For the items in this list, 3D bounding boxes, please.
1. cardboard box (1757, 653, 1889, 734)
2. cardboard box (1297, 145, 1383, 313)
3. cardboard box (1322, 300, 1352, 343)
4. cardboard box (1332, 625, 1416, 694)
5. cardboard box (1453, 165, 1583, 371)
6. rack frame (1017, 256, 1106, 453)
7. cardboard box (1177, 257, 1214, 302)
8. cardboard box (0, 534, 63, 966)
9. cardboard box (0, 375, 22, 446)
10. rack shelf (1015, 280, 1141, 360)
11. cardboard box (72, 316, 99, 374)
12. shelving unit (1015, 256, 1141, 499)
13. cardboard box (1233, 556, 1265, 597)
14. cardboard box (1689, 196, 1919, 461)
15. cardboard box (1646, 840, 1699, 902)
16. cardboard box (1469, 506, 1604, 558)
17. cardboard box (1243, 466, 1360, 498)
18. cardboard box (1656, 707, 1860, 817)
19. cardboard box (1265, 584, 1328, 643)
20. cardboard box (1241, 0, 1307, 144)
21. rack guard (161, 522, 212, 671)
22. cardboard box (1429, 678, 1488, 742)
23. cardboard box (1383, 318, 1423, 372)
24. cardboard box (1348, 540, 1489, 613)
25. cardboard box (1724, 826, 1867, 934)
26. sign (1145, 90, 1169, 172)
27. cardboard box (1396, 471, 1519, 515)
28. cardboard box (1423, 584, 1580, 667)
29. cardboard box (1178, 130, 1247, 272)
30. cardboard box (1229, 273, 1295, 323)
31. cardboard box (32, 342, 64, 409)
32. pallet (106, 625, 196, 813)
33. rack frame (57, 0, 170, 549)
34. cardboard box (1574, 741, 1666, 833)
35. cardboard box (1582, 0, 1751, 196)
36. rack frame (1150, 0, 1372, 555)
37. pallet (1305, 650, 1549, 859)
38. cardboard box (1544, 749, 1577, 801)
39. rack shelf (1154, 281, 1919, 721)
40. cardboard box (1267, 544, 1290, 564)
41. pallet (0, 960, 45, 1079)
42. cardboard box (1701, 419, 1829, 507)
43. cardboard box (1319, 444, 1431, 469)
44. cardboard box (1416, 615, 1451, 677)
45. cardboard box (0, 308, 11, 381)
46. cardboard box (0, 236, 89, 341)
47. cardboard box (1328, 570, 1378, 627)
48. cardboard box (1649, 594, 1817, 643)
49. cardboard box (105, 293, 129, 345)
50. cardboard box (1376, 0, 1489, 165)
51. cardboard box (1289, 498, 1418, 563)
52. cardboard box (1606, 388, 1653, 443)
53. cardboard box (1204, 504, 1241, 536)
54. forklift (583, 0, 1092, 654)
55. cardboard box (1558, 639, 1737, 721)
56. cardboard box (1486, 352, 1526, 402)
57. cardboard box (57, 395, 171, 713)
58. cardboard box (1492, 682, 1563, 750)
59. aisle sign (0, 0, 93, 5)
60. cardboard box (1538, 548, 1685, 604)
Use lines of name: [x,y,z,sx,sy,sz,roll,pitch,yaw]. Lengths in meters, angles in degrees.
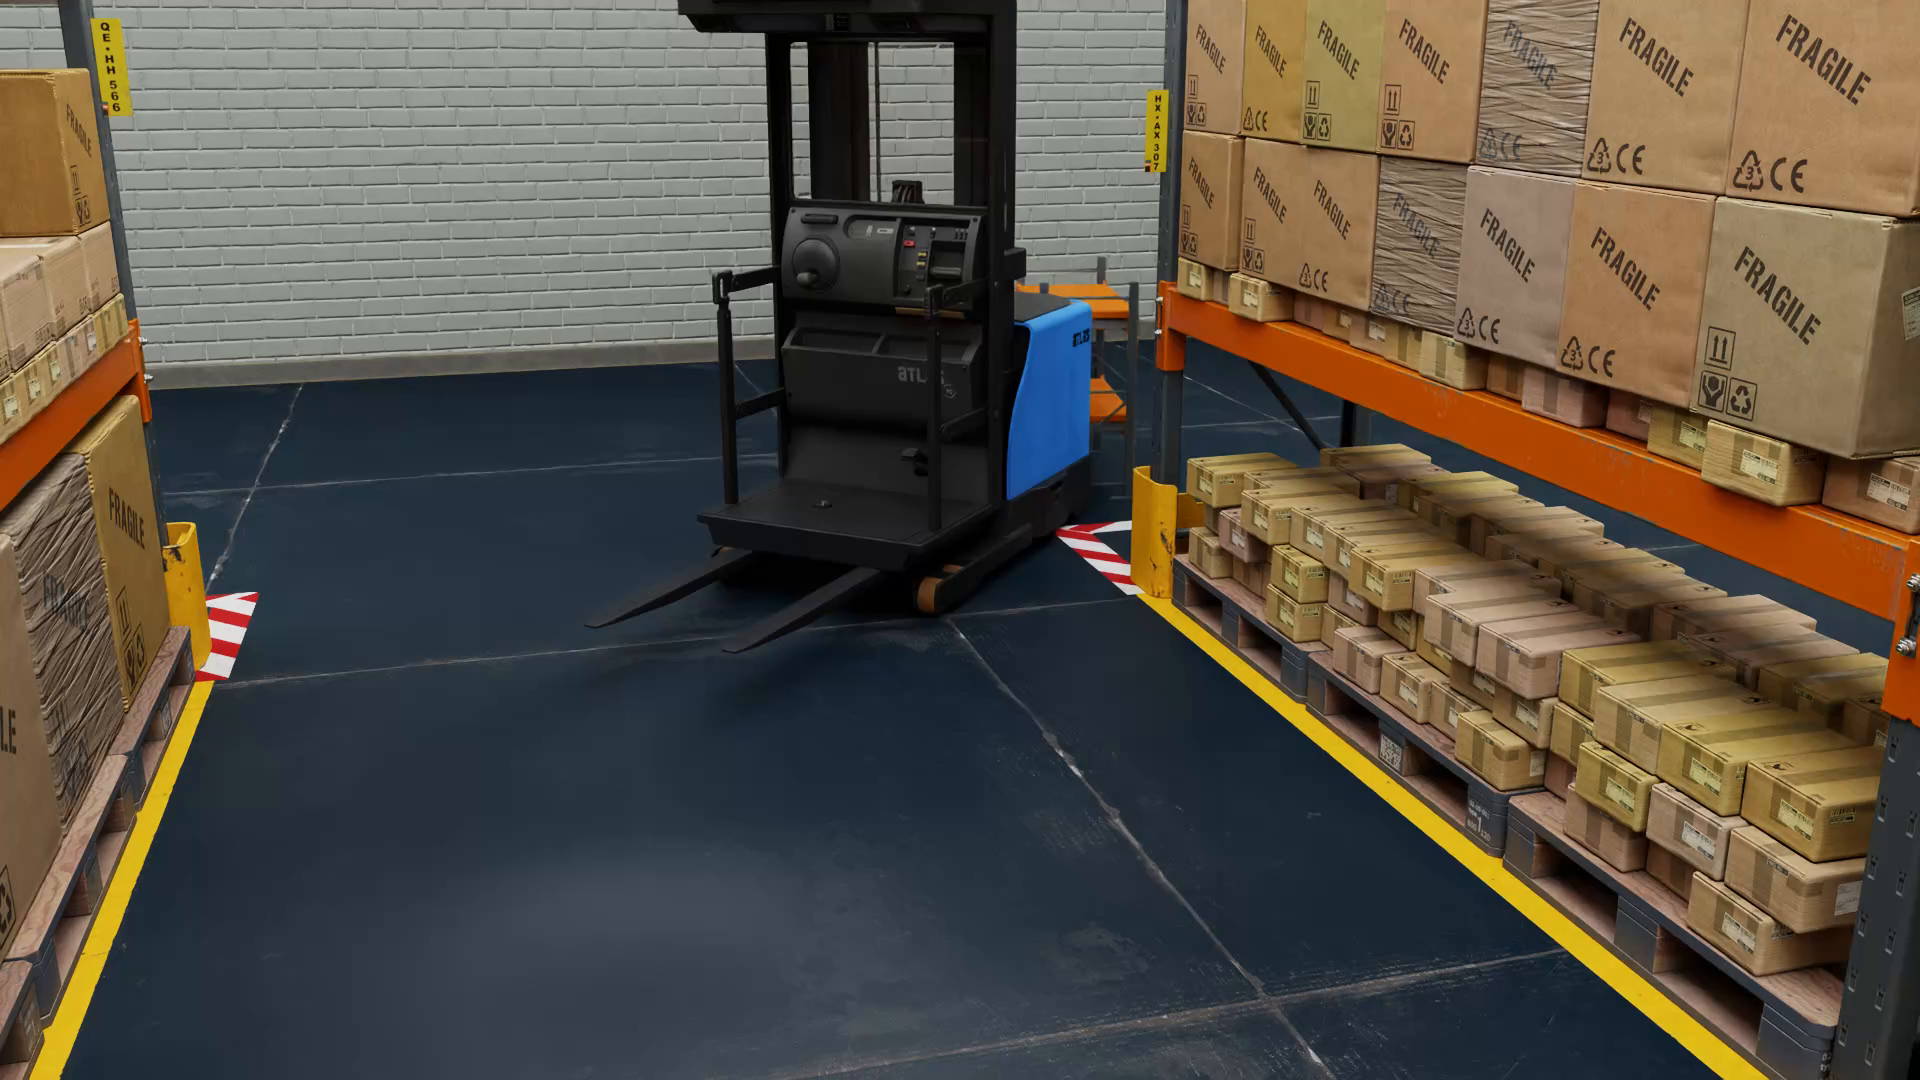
cardboard box: [2.395,0.432,4.492,0.380,0.149,0.250,-5,17,-16]
cardboard box: [1.479,-1.057,5.566,0.500,0.500,0.500,-4,17,-15]
cardboard box: [1.487,-0.776,5.757,0.380,0.149,0.250,-5,17,-16]
cardboard box: [1.500,0.392,5.660,0.380,0.149,0.250,-6,18,-18]
cardboard box: [1.744,-0.772,4.617,0.500,0.500,0.500,-5,17,-16]
rack frame: [0.569,-1.045,9.476,0.500,1.125,0.032,-1,17,-4]
cardboard box: [1.101,-1.059,6.701,0.380,0.149,0.250,-5,17,-16]
cardboard box: [-2.723,0.554,3.857,0.875,0.875,0.875,-5,17,-15]
cardboard box: [-2.636,-0.315,4.225,0.380,0.149,0.250,-4,17,-14]
rack shelf: [0.609,-1.180,8.906,0.538,0.278,1.000,-1,17,-4]
cardboard box: [-2.914,-0.597,5.161,0.380,0.149,0.250,-5,17,-15]
shelving unit: [0.609,-0.899,8.990,0.538,1.125,1.048,-1,17,-4]
cardboard box: [1.314,0.105,6.613,0.380,0.149,0.250,-5,17,-15]
cardboard box: [2.021,-0.491,3.680,0.500,0.500,0.500,-5,17,-15]
cardboard box: [2.000,0.815,4.249,0.380,0.149,0.250,-4,17,-14]
cardboard box: [2.061,-0.007,5.954,0.380,0.149,0.250,-4,17,-13]
cardboard box: [1.336,-0.177,6.520,0.380,0.149,0.250,-4,17,-14]
cardboard box: [1.970,0.545,4.115,0.380,0.149,0.250,-4,17,-15]
cardboard box: [1.353,0.253,6.122,0.380,0.149,0.250,-4,17,-15]
cardboard box: [1.340,-1.680,5.903,0.500,0.500,0.500,-4,17,-14]
rack guard: [-3.477,0.259,6.219,1.175,0.500,0.348,-5,17,-15]
cardboard box: [1.699,0.530,5.199,0.380,0.149,0.250,-4,17,-14]
cardboard box: [1.578,-0.632,5.278,0.380,0.149,0.250,-4,17,-13]
cardboard box: [1.525,0.118,5.535,0.380,0.149,0.250,-4,17,-14]
cardboard box: [2.034,0.771,3.880,0.380,0.149,0.250,-4,17,-14]
sign: [0.805,-1.667,6.782,0.100,0.325,0.005,-5,17,-15]
cardboard box: [1.923,-0.154,6.442,0.380,0.149,0.250,-5,17,-16]
cardboard box: [1.649,0.258,5.071,0.380,0.149,0.250,-5,18,-17]
cardboard box: [1.185,-1.340,6.507,0.500,0.500,0.500,-4,17,-13]
cardboard box: [1.233,-0.914,6.216,0.380,0.149,0.250,-5,17,-17]
cardboard box: [-2.773,-0.456,4.692,0.380,0.149,0.250,-5,17,-16]
pallet: [-3.175,0.619,5.523,1.003,0.211,1.213,-5,17,-15]
rack frame: [-3.470,-0.931,5.838,1.000,3.000,0.127,-5,17,-15]
cardboard box: [1.857,0.624,4.368,0.380,0.149,0.250,-5,18,-17]
cardboard box: [1.890,-1.109,4.002,0.500,0.500,0.500,-5,18,-17]
rack frame: [1.327,-1.295,7.050,1.000,3.000,0.127,-5,17,-15]
pallet: [1.869,0.626,5.502,1.003,0.211,1.213,-5,17,-15]
cardboard box: [1.909,0.665,4.750,0.380,0.149,0.250,-5,17,-17]
rack shelf: [1.876,-0.397,5.312,1.077,0.370,4.000,-5,17,-15]
cardboard box: [1.397,0.033,6.338,0.380,0.149,0.250,-4,17,-15]
pallet: [-2.504,1.294,3.276,1.003,0.211,1.213,-5,17,-15]
cardboard box: [1.947,-0.192,3.813,0.380,0.149,0.250,-5,17,-17]
cardboard box: [1.716,-0.290,6.893,0.380,0.149,0.250,-4,17,-15]
cardboard box: [1.707,0.325,5.363,0.380,0.149,0.250,-4,17,-13]
cardboard box: [-2.656,-0.464,4.025,0.500,0.250,0.500,-5,17,-15]
cardboard box: [-2.943,-0.748,4.973,0.500,0.250,0.500,-5,17,-16]
cardboard box: [1.528,0.178,5.854,0.380,0.149,0.250,-6,18,-18]
cardboard box: [2.310,0.285,4.982,0.380,0.149,0.250,-4,17,-14]
cardboard box: [-3.056,-0.738,5.632,0.380,0.149,0.250,-4,17,-14]
cardboard box: [1.605,-1.394,4.949,0.500,0.500,0.500,-5,18,-17]
cardboard box: [1.429,-0.035,6.048,0.380,0.149,0.250,-6,18,-18]
cardboard box: [1.926,-0.347,4.330,0.380,0.149,0.250,-5,17,-17]
cardboard box: [1.224,-0.108,6.807,0.380,0.149,0.250,-4,17,-13]
forklift: [-0.435,-1.229,6.947,1.130,2.935,3.031,8,18,25]
cardboard box: [1.898,0.399,4.601,0.380,0.149,0.250,-4,17,-13]
cardboard box: [1.762,-0.491,4.809,0.380,0.149,0.250,-5,17,-16]
cardboard box: [-3.217,0.056,5.514,0.875,0.875,0.875,-5,17,-15]
cardboard box: [1.793,0.478,4.854,0.380,0.149,0.250,-4,17,-14]
aisle sign: [-3.201,-2.220,5.609,0.394,0.787,0.004,-5,17,-15]
cardboard box: [2.126,0.145,5.448,0.380,0.149,0.250,-5,17,-15]
